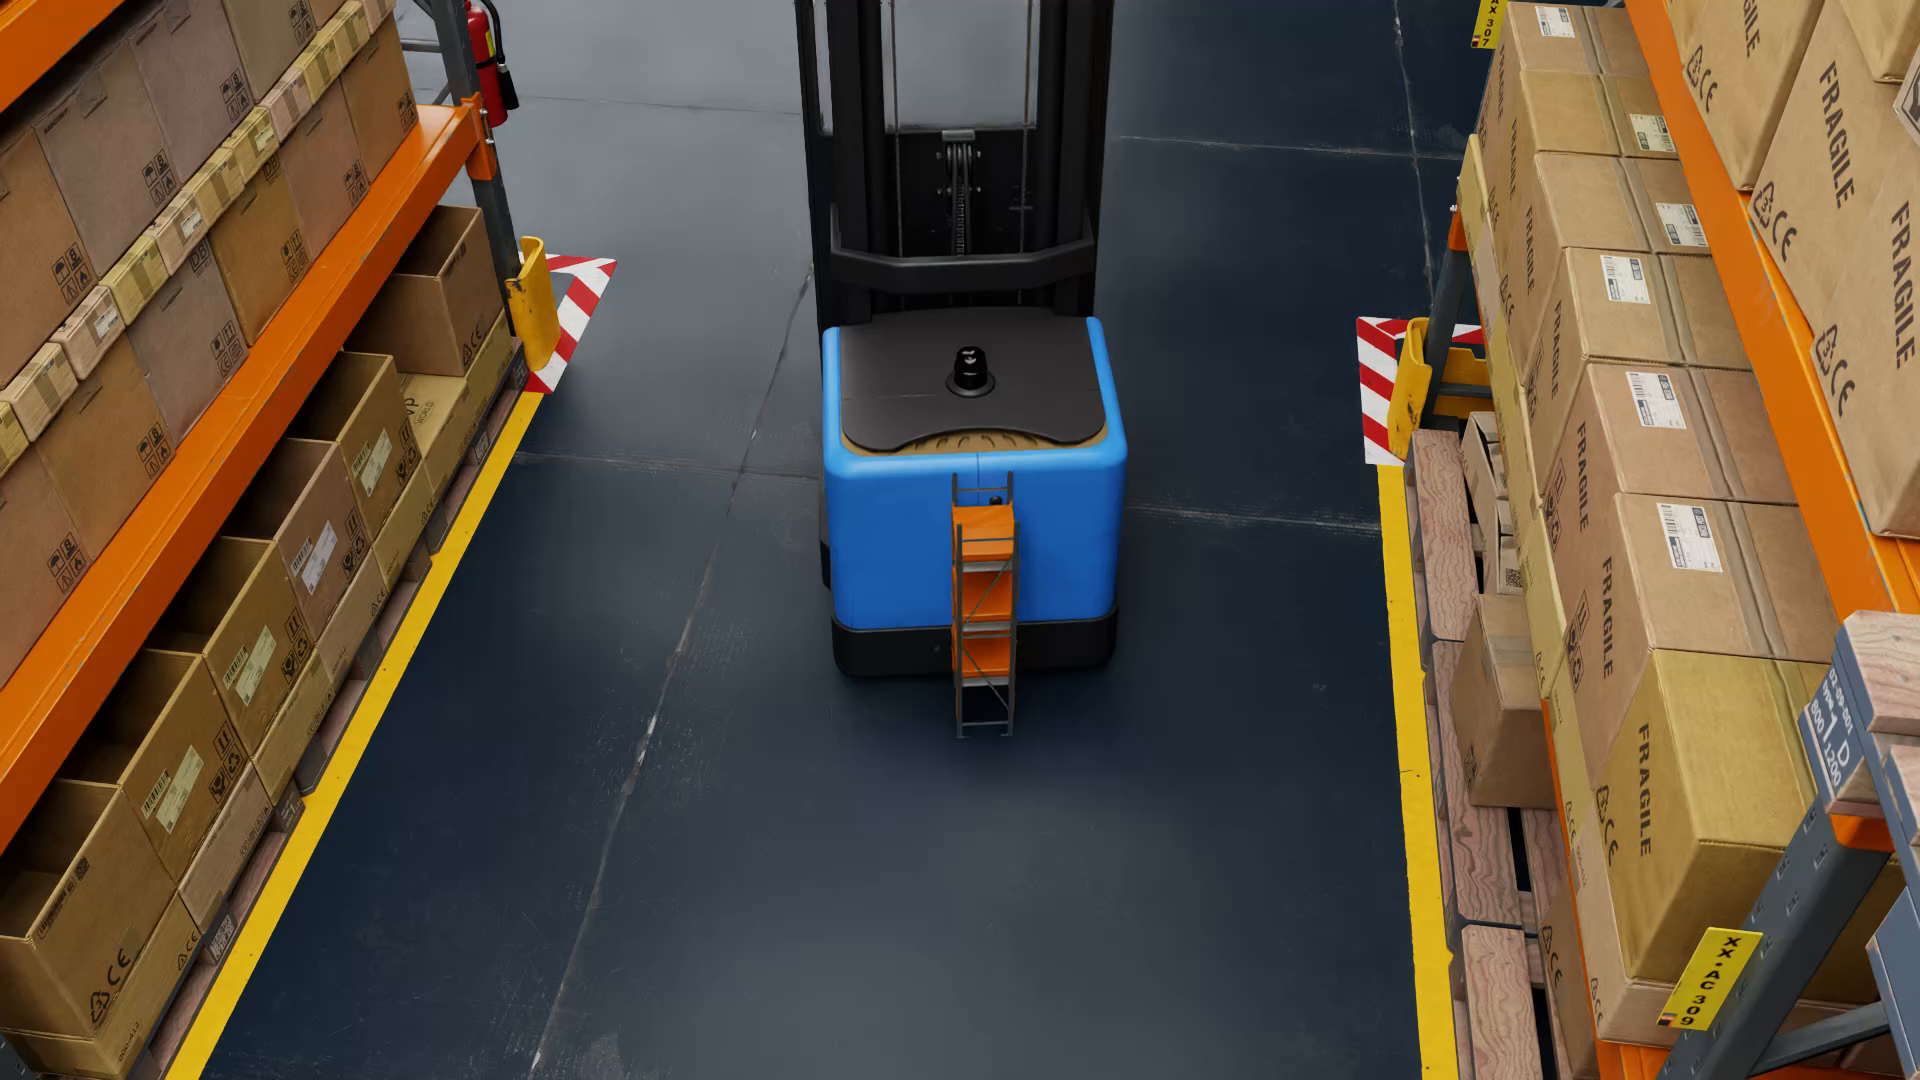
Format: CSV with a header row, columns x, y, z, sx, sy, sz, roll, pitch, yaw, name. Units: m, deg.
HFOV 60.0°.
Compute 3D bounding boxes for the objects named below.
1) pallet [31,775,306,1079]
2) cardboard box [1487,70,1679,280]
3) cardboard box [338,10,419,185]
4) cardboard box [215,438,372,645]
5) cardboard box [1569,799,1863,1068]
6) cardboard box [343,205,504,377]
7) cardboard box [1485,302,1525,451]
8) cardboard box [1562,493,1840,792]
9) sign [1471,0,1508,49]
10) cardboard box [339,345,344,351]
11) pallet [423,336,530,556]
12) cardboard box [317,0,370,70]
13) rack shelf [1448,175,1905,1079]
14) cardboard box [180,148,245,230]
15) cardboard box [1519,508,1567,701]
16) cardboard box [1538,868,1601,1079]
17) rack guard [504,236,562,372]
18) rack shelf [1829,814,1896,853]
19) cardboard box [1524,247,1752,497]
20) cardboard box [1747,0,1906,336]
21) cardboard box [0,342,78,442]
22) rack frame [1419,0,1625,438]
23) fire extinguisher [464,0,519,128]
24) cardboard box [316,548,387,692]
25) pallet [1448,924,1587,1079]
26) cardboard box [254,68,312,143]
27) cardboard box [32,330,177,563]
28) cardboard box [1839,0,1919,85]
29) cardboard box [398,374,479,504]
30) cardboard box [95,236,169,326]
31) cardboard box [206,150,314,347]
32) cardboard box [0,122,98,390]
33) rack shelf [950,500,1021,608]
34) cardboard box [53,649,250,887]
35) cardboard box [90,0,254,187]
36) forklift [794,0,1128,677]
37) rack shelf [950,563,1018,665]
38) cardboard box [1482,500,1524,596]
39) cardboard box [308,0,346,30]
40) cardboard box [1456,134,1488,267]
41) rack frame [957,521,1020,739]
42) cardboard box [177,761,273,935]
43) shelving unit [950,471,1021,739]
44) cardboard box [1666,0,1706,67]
x,y,z,sx,sy,sz,roll,pitch,yaw,name
-2.839,1.201,5.328,1.003,0.211,1.213,5,44,6,pallet
2.018,-1.143,5.325,0.500,0.500,0.500,5,44,6,cardboard box
-2.531,-1.719,6.311,0.700,0.500,0.500,5,44,6,cardboard box
-2.417,-0.010,5.728,0.500,0.500,0.500,5,44,6,cardboard box
1.688,0.871,3.743,0.500,0.250,0.500,5,44,6,cardboard box
-2.232,-1.033,6.809,0.500,0.500,0.500,5,44,6,cardboard box
1.947,-0.499,5.190,0.500,0.250,0.500,5,44,5,cardboard box
1.742,0.258,3.845,0.500,0.500,0.500,5,44,5,cardboard box
1.916,-1.915,5.962,0.100,0.325,0.005,5,44,6,sign
-2.748,-0.808,7.116,0.500,0.250,0.500,5,44,6,cardboard box
-2.516,-0.462,7.084,1.003,0.211,1.213,5,44,6,pallet
-2.351,-1.815,5.941,0.380,0.149,0.250,6,44,7,cardboard box
2.190,0.072,5.015,1.077,0.370,4.000,5,44,6,rack shelf
-2.488,-1.111,5.197,0.380,0.149,0.250,6,44,7,cardboard box
1.813,0.188,4.464,0.500,0.250,0.500,5,44,5,cardboard box
2.023,1.211,4.787,0.500,0.500,0.500,2,43,2,cardboard box
-2.453,-1.108,7.557,1.175,0.500,0.348,5,44,6,rack guard
1.661,1.709,1.105,1.077,0.370,4.000,5,44,6,rack shelf
1.887,-0.438,4.581,0.500,0.500,0.500,6,44,7,cardboard box
1.827,-0.669,3.006,0.500,0.500,0.500,2,43,2,cardboard box
-2.624,-0.407,4.454,0.380,0.149,0.250,4,44,4,cardboard box
2.454,-1.552,6.207,1.000,3.000,0.127,5,44,6,rack frame
-1.980,-2.010,6.747,0.296,0.674,0.183,5,44,6,fire extinguisher
-2.421,0.262,5.986,0.500,0.250,0.500,5,44,6,cardboard box
1.979,1.726,4.774,1.003,0.211,1.213,5,44,6,pallet
-2.420,-1.470,5.576,0.380,0.149,0.250,6,44,6,cardboard box
-2.799,-0.314,4.828,0.700,0.500,0.500,6,44,6,cardboard box
1.785,-1.064,2.696,0.500,0.500,0.500,7,44,8,cardboard box
-2.289,-0.419,6.706,0.500,0.250,0.500,5,44,6,cardboard box
-2.556,-0.767,4.834,0.380,0.149,0.250,5,44,5,cardboard box
-2.667,-1.023,5.576,0.700,0.500,0.500,6,44,6,cardboard box
-2.800,-0.770,4.365,0.700,0.500,0.500,5,44,5,cardboard box
0.082,0.046,5.541,0.215,0.259,0.240,-3,43,-3,rack shelf
-2.555,0.671,5.009,0.500,0.500,0.500,5,44,6,cardboard box
-2.668,-1.451,5.085,0.700,0.500,0.500,5,44,6,cardboard box
-0.036,-1.567,6.273,1.130,2.935,3.031,-3,43,-3,forklift
0.082,0.252,5.736,0.215,0.259,0.240,-3,43,-3,rack shelf
2.198,0.117,6.081,0.500,0.311,0.500,9,44,9,cardboard box
-2.538,-2.154,5.827,0.700,0.500,0.500,5,44,6,cardboard box
2.075,-1.201,5.931,0.500,0.250,0.500,4,44,4,cardboard box
0.090,0.328,5.640,0.200,1.050,0.008,-3,43,-3,rack frame
-2.552,0.944,5.266,0.500,0.250,0.500,5,44,6,cardboard box
0.082,0.244,5.729,0.215,1.050,0.252,-3,43,-3,shelving unit
1.942,-1.395,3.773,0.500,0.500,0.500,8,44,8,cardboard box
